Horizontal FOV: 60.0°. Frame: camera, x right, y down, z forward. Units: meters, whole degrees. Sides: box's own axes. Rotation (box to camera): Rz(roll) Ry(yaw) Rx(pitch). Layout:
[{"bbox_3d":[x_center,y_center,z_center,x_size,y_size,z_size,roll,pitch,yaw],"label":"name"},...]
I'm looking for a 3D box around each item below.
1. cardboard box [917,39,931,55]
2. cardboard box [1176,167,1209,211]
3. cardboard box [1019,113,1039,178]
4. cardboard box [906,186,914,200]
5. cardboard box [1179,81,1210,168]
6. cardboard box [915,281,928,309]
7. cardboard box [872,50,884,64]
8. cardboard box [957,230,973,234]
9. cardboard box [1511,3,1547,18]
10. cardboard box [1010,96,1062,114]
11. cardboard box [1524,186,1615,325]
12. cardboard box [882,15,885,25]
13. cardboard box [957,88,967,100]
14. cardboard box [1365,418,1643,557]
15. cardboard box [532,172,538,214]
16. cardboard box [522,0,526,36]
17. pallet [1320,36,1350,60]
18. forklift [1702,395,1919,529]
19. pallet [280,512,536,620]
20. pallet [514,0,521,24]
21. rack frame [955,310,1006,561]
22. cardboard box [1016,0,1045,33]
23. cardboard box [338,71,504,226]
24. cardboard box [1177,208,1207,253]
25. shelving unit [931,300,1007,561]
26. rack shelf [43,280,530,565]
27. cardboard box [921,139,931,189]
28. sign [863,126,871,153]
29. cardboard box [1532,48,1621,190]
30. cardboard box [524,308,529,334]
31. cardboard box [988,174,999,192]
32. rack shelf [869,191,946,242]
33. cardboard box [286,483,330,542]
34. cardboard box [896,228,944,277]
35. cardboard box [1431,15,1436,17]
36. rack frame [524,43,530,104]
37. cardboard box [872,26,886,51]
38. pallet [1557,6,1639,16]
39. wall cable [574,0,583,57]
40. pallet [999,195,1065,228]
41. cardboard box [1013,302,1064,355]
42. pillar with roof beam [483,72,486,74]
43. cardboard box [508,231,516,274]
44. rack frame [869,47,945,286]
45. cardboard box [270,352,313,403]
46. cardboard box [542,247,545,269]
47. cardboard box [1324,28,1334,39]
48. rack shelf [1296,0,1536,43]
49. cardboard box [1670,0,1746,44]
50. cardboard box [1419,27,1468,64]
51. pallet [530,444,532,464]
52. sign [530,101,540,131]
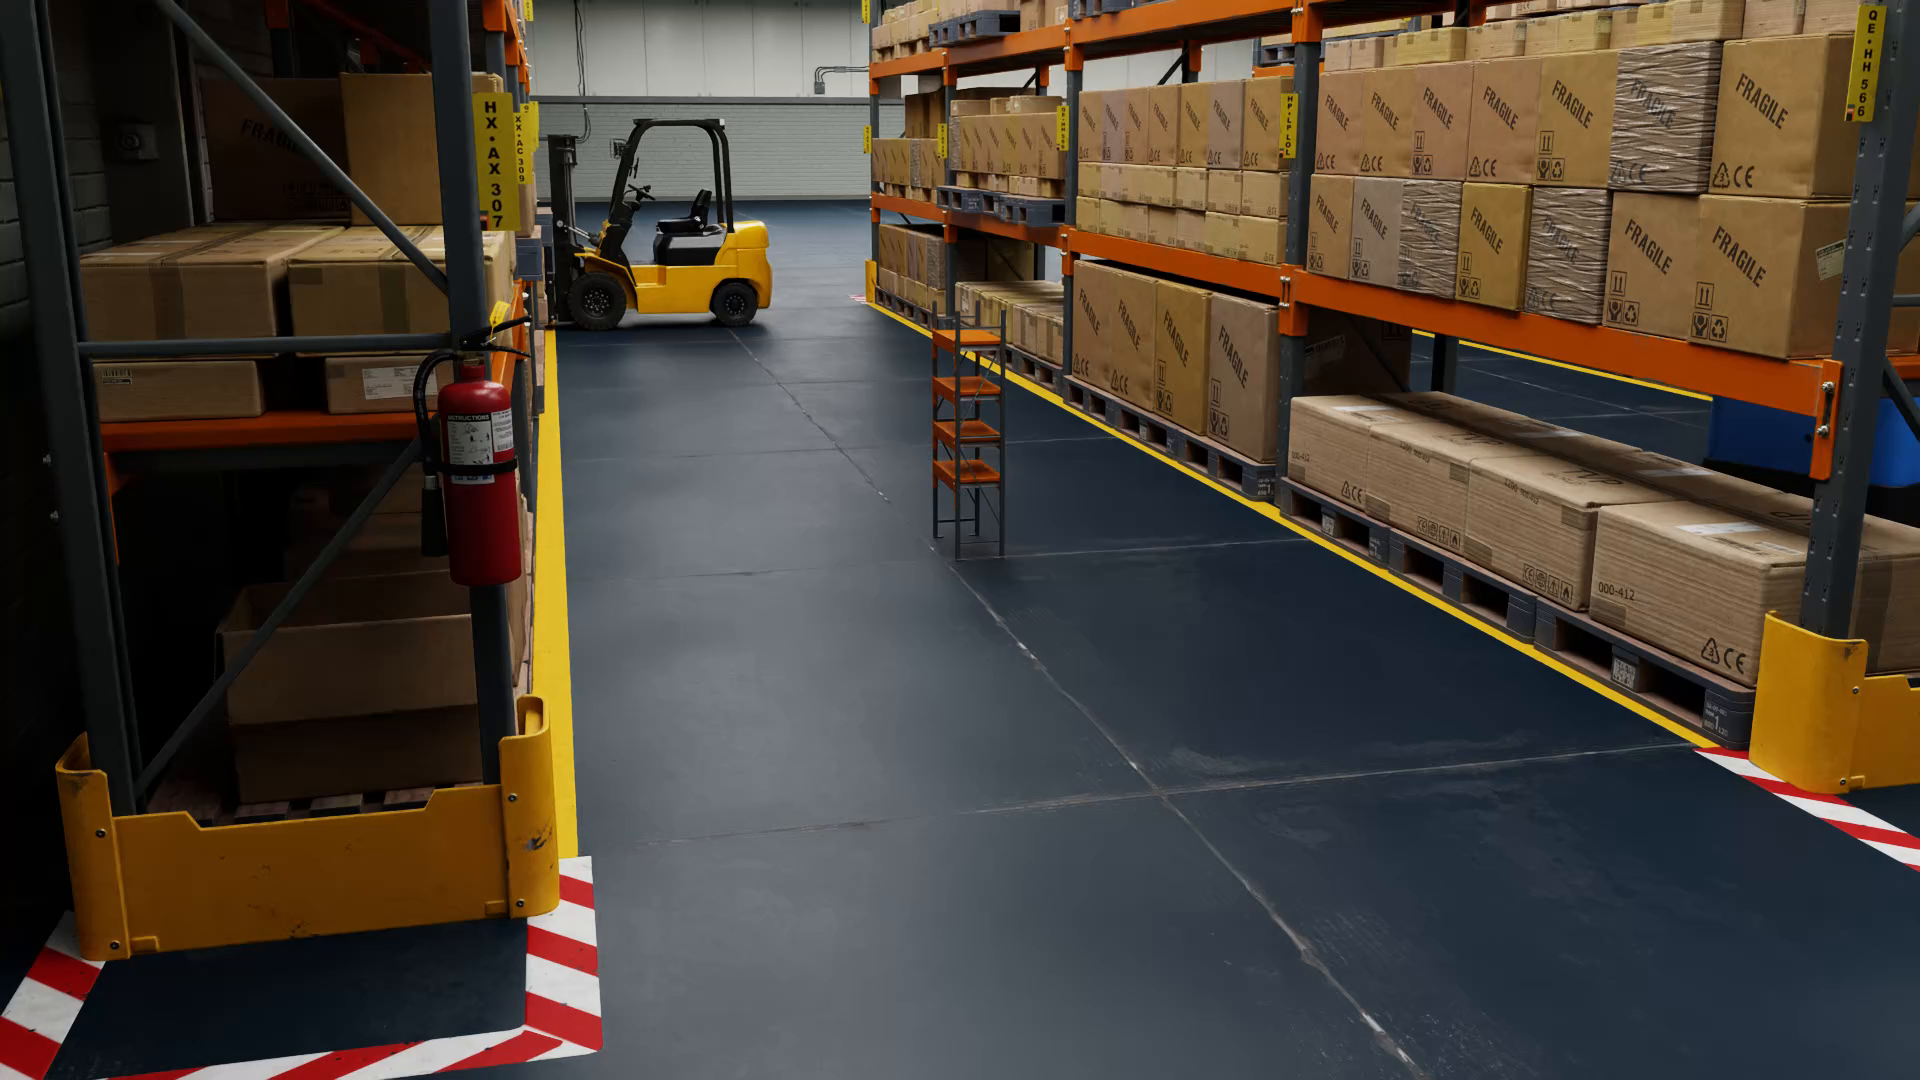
[{"bbox_3d":[-0.242,-5.135,17.334,0.380,0.149,0.250,-3,14,-12],"label":"cardboard box"},{"bbox_3d":[1.644,-2.153,10.180,0.500,0.250,0.500,-3,14,-12],"label":"cardboard box"},{"bbox_3d":[0.787,-3.188,13.435,0.500,0.500,0.500,-4,14,-14],"label":"cardboard box"},{"bbox_3d":[-0.383,-3.793,18.163,0.380,0.149,0.250,-3,14,-13],"label":"cardboard box"},{"bbox_3d":[1.658,-2.521,10.107,0.500,0.500,0.500,-3,14,-11],"label":"cardboard box"},{"bbox_3d":[-0.178,-2.618,17.731,0.500,0.250,0.500,-4,14,-15],"label":"cardboard box"},{"bbox_3d":[-0.820,-5.669,19.521,0.380,0.149,0.250,-3,14,-13],"label":"cardboard box"},{"bbox_3d":[0.223,-3.132,18.256,0.500,0.500,0.500,-3,14,-10],"label":"cardboard box"},{"bbox_3d":[5.378,-5.006,15.465,0.396,0.266,0.258,-3,14,-13],"label":"cardboard box"},{"bbox_3d":[0.638,-3.657,13.987,0.380,0.149,0.250,-4,14,-16],"label":"cardboard box"},{"bbox_3d":[2.571,-1.117,6.470,0.500,0.500,0.500,-3,14,-12],"label":"cardboard box"},{"bbox_3d":[-0.697,-6.058,19.431,0.380,0.149,0.250,-3,14,-14],"label":"cardboard box"},{"bbox_3d":[0.365,-4.417,17.243,0.700,0.500,0.500,-3,14,-13],"label":"cardboard box"},{"bbox_3d":[2.490,-0.262,7.695,0.875,0.438,0.875,-4,14,-15],"label":"cardboard box"},{"bbox_3d":[-2.965,-2.211,10.590,0.500,0.250,0.500,-4,14,-16],"label":"cardboard box"},{"bbox_3d":[-5.066,-5.821,18.306,0.500,0.500,0.500,-3,14,-11],"label":"cardboard box"},{"bbox_3d":[4.680,-5.689,19.261,1.003,0.211,1.213,-3,14,-13],"label":"pallet"},{"bbox_3d":[5.468,-1.688,9.159,3.031,2.935,1.130,-10,17,-37],"label":"forklift"},{"bbox_3d":[-2.428,0.130,7.449,1.003,0.211,1.213,-3,14,-13],"label":"pallet"},{"bbox_3d":[-3.774,-3.823,11.831,1.213,0.211,1.003,-3,14,-11],"label":"pallet"},{"bbox_3d":[0.096,-0.488,7.898,0.240,1.200,0.015,-3,14,-13],"label":"rack frame"},{"bbox_3d":[0.910,-4.441,13.746,0.797,0.503,0.637,-3,14,-13],"label":"cardboard box"},{"bbox_3d":[-1.846,-1.362,5.790,0.500,0.500,0.500,-3,14,-12],"label":"cardboard box"},{"bbox_3d":[1.667,-1.912,10.249,0.500,0.250,0.500,-4,14,-15],"label":"cardboard box"},{"bbox_3d":[0.039,-0.545,8.128,0.258,1.200,0.503,-3,14,-13],"label":"shelving unit"},{"bbox_3d":[-2.119,-0.572,5.964,1.077,0.370,4.000,-3,14,-13],"label":"rack shelf"},{"bbox_3d":[-0.117,-3.906,17.257,0.500,0.500,0.500,-3,14,-11],"label":"cardboard box"},{"bbox_3d":[-1.110,-4.819,20.007,0.100,0.325,0.005,-3,14,-13],"label":"sign"},{"bbox_3d":[2.566,-1.603,6.351,0.500,0.500,0.500,-3,14,-13],"label":"cardboard box"},{"bbox_3d":[-3.071,-1.449,11.055,0.380,0.149,0.250,-4,14,-16],"label":"cardboard box"},{"bbox_3d":[0.458,-3.141,14.606,0.380,0.149,0.250,-3,14,-11],"label":"cardboard box"},{"bbox_3d":[-0.113,-3.618,18.431,1.077,0.370,4.000,-3,14,-13],"label":"rack shelf"},{"bbox_3d":[-2.663,-0.115,7.359,0.500,0.311,0.500,-3,14,-11],"label":"cardboard box"},{"bbox_3d":[-0.419,-3.218,18.606,0.500,0.500,0.500,-3,14,-12],"label":"cardboard box"},{"bbox_3d":[4.779,-5.686,17.653,0.500,0.250,0.500,-3,14,-14],"label":"cardboard box"},{"bbox_3d":[-5.407,-4.151,19.098,1.000,3.000,0.127,-3,14,-13],"label":"rack frame"},{"bbox_3d":[-0.724,-5.827,19.325,0.500,0.250,0.500,-4,14,-14],"label":"cardboard box"},{"bbox_3d":[5.881,-4.393,14.167,1.213,0.211,1.003,-3,14,-11],"label":"pallet"},{"bbox_3d":[-9.942,-15.624,49.321,3.097,2.526,0.112,-3,14,-13],"label":"wall cable"},{"bbox_3d":[1.025,-2.648,13.351,1.213,0.211,1.003,-3,14,-13],"label":"pallet"},{"bbox_3d":[0.992,-1.811,14.173,0.950,0.372,0.625,-4,14,-14],"label":"cardboard box"},{"bbox_3d":[-8.980,-14.015,46.833,9.100,9.000,0.400,-3,14,-13],"label":"pillar with roof beam"},{"bbox_3d":[-2.100,-1.236,6.855,0.500,0.250,0.500,-3,14,-13],"label":"cardboard box"},{"bbox_3d":[-0.583,-4.429,20.234,1.000,3.000,0.127,-3,14,-13],"label":"rack frame"},{"bbox_3d":[-1.988,-0.462,4.525,0.380,0.149,0.250,-3,14,-12],"label":"cardboard box"},{"bbox_3d":[-4.386,-2.830,16.492,0.500,0.250,0.500,-3,14,-13],"label":"cardboard box"},{"bbox_3d":[4.389,-5.811,19.006,0.380,0.149,0.250,-3,14,-13],"label":"cardboard box"},{"bbox_3d":[2.705,-2.307,6.744,1.077,0.370,4.000,-3,14,-13],"label":"rack shelf"},{"bbox_3d":[2.671,-1.771,5.670,0.380,0.149,0.250,-3,14,-14],"label":"cardboard box"},{"bbox_3d":[2.267,-2.184,7.362,0.380,0.149,0.250,-4,14,-15],"label":"cardboard box"},{"bbox_3d":[-3.106,-0.496,10.012,1.003,0.211,1.213,-3,14,-13],"label":"pallet"},{"bbox_3d":[-4.876,-4.856,19.043,0.100,0.325,0.005,-3,14,-13],"label":"sign"}]
